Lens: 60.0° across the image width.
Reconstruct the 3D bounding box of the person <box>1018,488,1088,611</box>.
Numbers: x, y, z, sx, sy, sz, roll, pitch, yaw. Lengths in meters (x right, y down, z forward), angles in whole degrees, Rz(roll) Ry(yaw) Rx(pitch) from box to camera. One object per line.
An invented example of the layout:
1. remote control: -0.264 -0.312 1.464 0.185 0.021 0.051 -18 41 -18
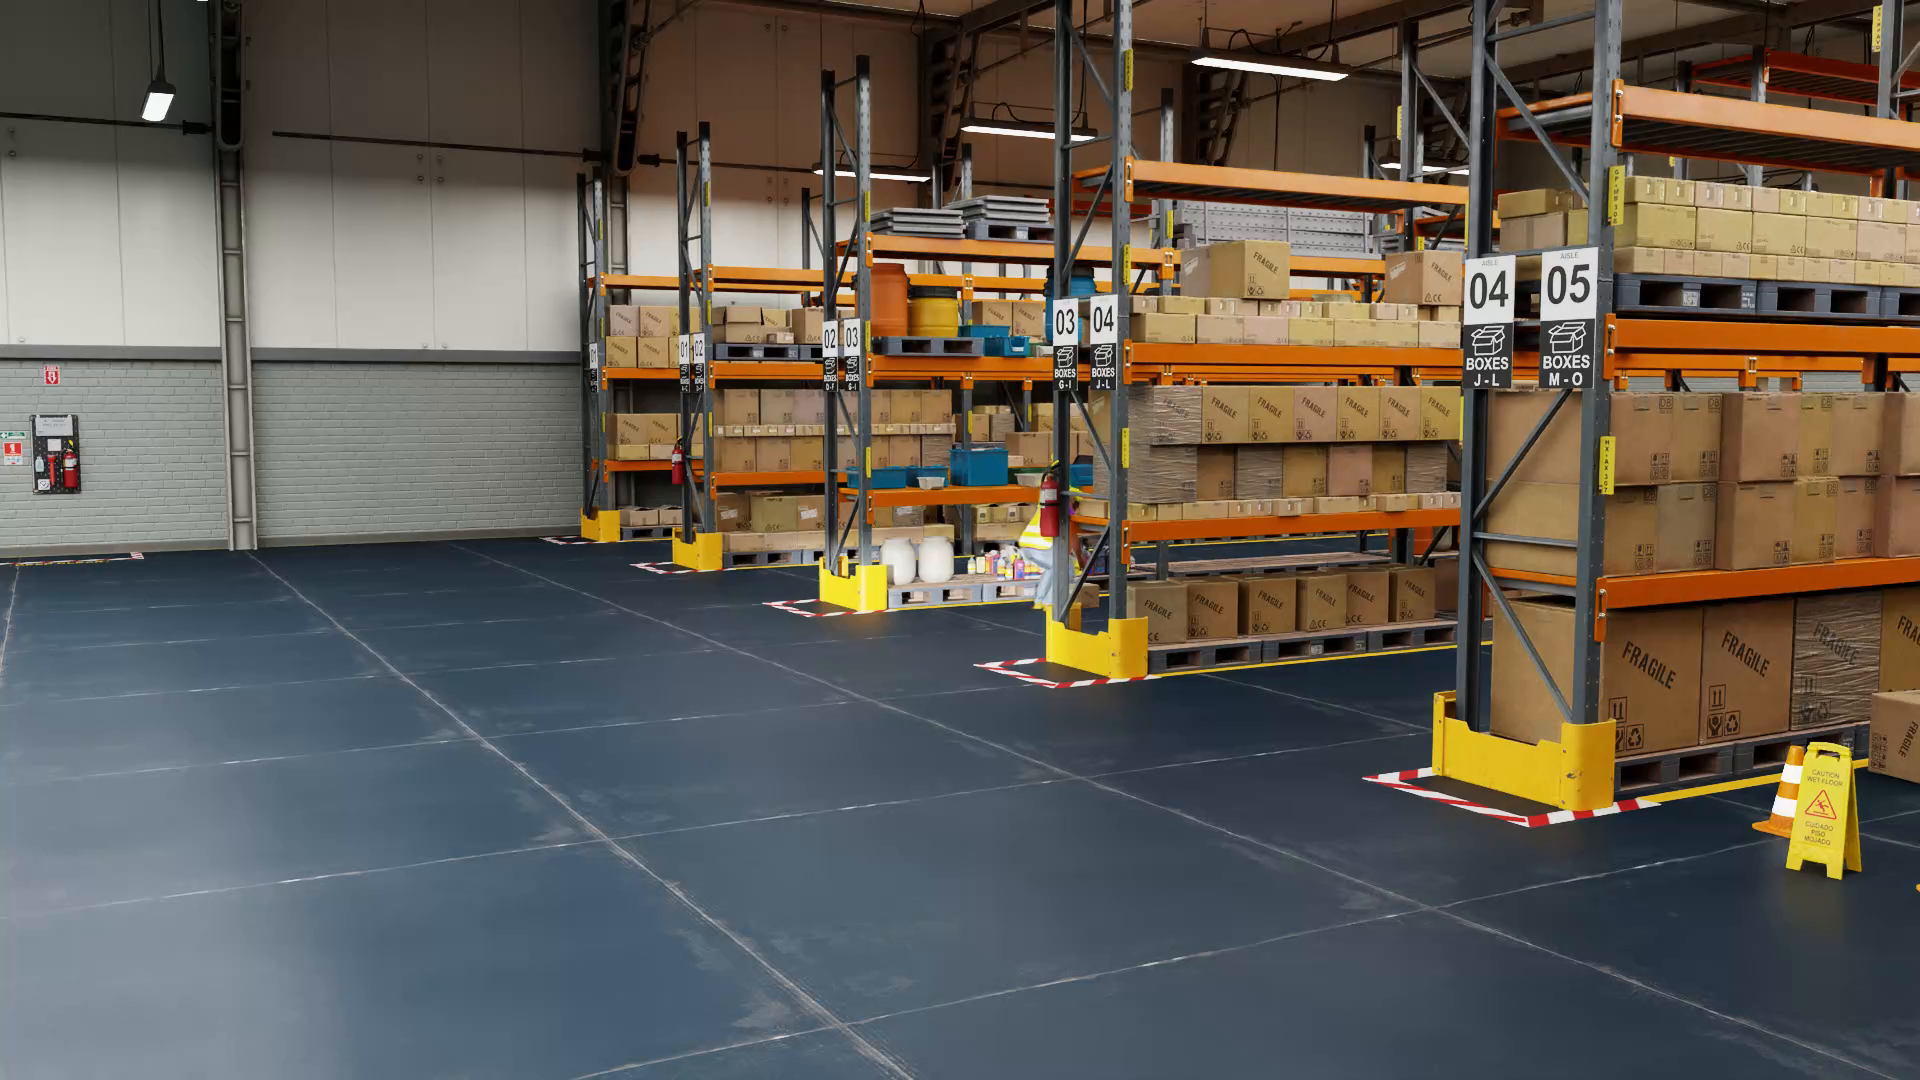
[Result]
1. person: 1.026 0.096 18.465 0.792 1.343 0.631 -3 6 -29
